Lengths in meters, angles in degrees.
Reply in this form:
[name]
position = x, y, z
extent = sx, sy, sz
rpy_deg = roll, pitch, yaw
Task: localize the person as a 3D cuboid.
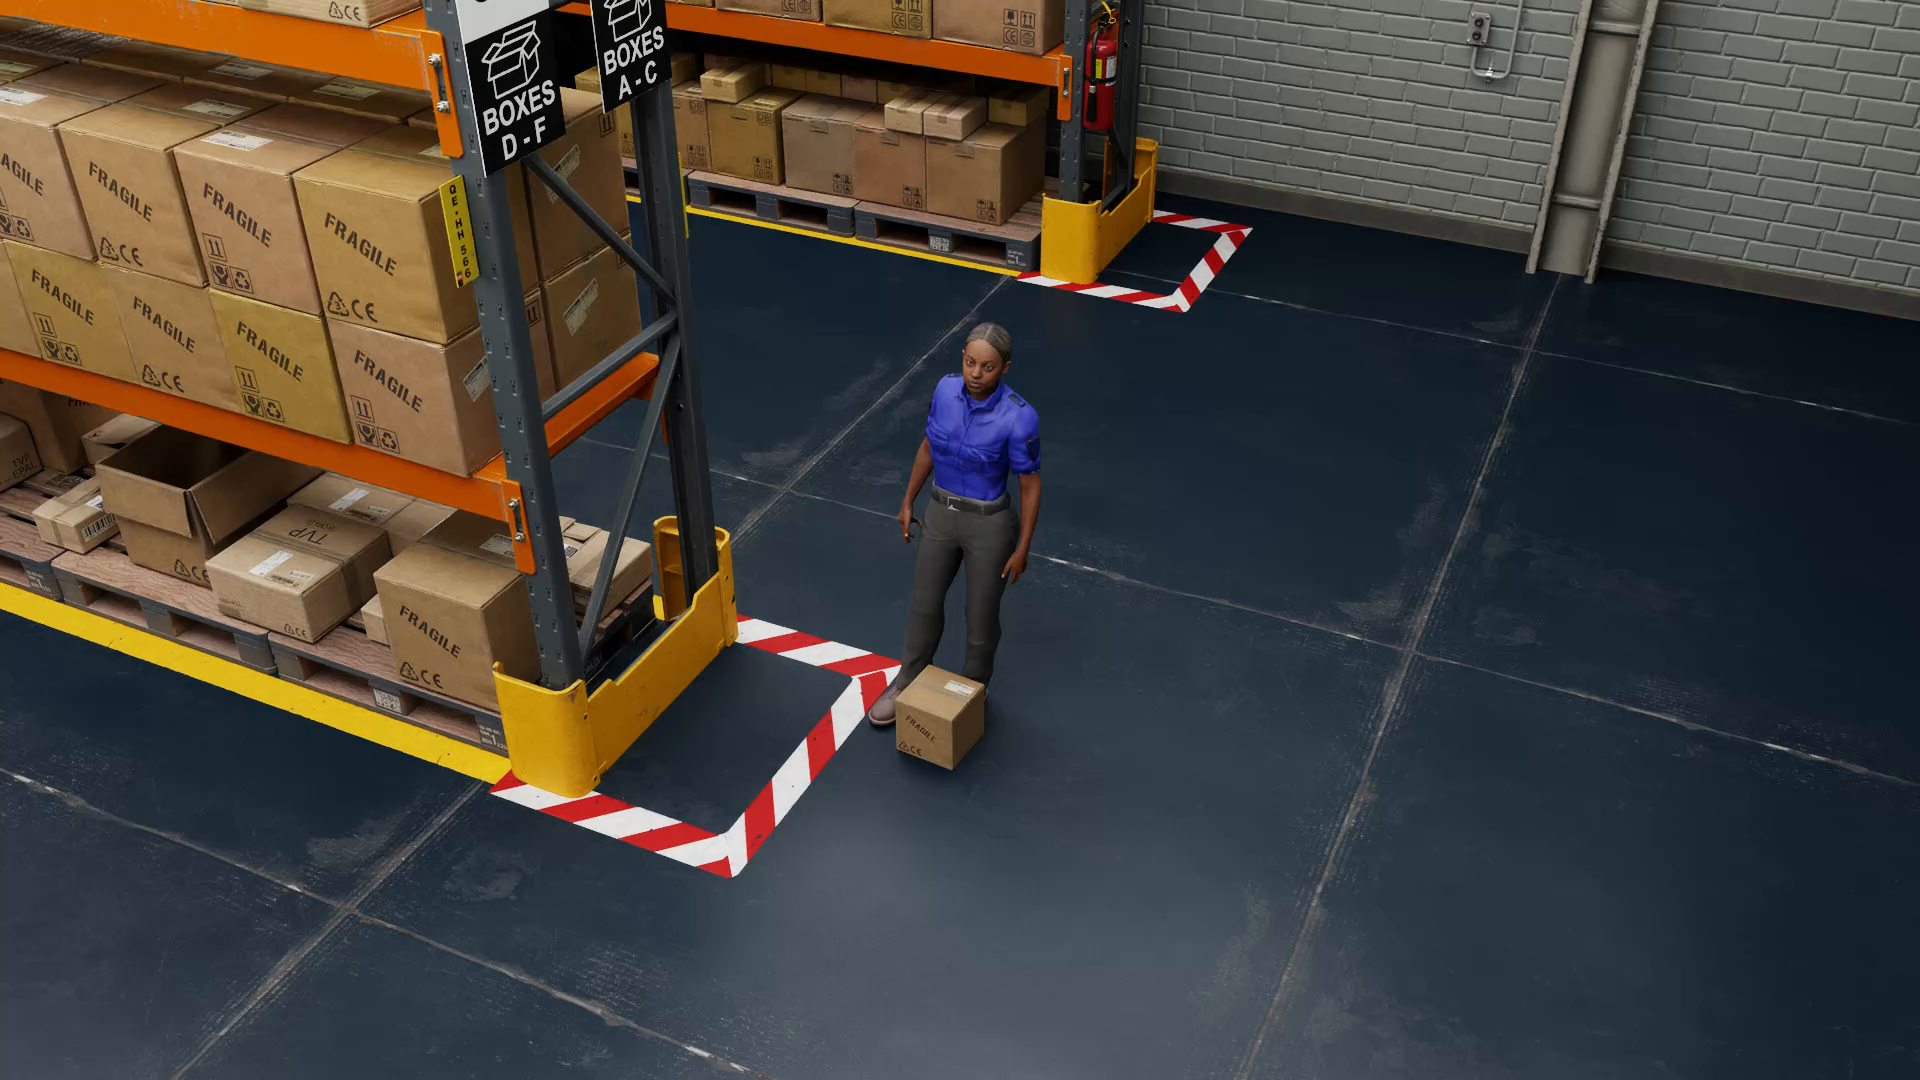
[person]
position = -0.015, -0.011, 6.146
extent = 0.568, 1.655, 0.503
rpy_deg = 18, 38, 25
